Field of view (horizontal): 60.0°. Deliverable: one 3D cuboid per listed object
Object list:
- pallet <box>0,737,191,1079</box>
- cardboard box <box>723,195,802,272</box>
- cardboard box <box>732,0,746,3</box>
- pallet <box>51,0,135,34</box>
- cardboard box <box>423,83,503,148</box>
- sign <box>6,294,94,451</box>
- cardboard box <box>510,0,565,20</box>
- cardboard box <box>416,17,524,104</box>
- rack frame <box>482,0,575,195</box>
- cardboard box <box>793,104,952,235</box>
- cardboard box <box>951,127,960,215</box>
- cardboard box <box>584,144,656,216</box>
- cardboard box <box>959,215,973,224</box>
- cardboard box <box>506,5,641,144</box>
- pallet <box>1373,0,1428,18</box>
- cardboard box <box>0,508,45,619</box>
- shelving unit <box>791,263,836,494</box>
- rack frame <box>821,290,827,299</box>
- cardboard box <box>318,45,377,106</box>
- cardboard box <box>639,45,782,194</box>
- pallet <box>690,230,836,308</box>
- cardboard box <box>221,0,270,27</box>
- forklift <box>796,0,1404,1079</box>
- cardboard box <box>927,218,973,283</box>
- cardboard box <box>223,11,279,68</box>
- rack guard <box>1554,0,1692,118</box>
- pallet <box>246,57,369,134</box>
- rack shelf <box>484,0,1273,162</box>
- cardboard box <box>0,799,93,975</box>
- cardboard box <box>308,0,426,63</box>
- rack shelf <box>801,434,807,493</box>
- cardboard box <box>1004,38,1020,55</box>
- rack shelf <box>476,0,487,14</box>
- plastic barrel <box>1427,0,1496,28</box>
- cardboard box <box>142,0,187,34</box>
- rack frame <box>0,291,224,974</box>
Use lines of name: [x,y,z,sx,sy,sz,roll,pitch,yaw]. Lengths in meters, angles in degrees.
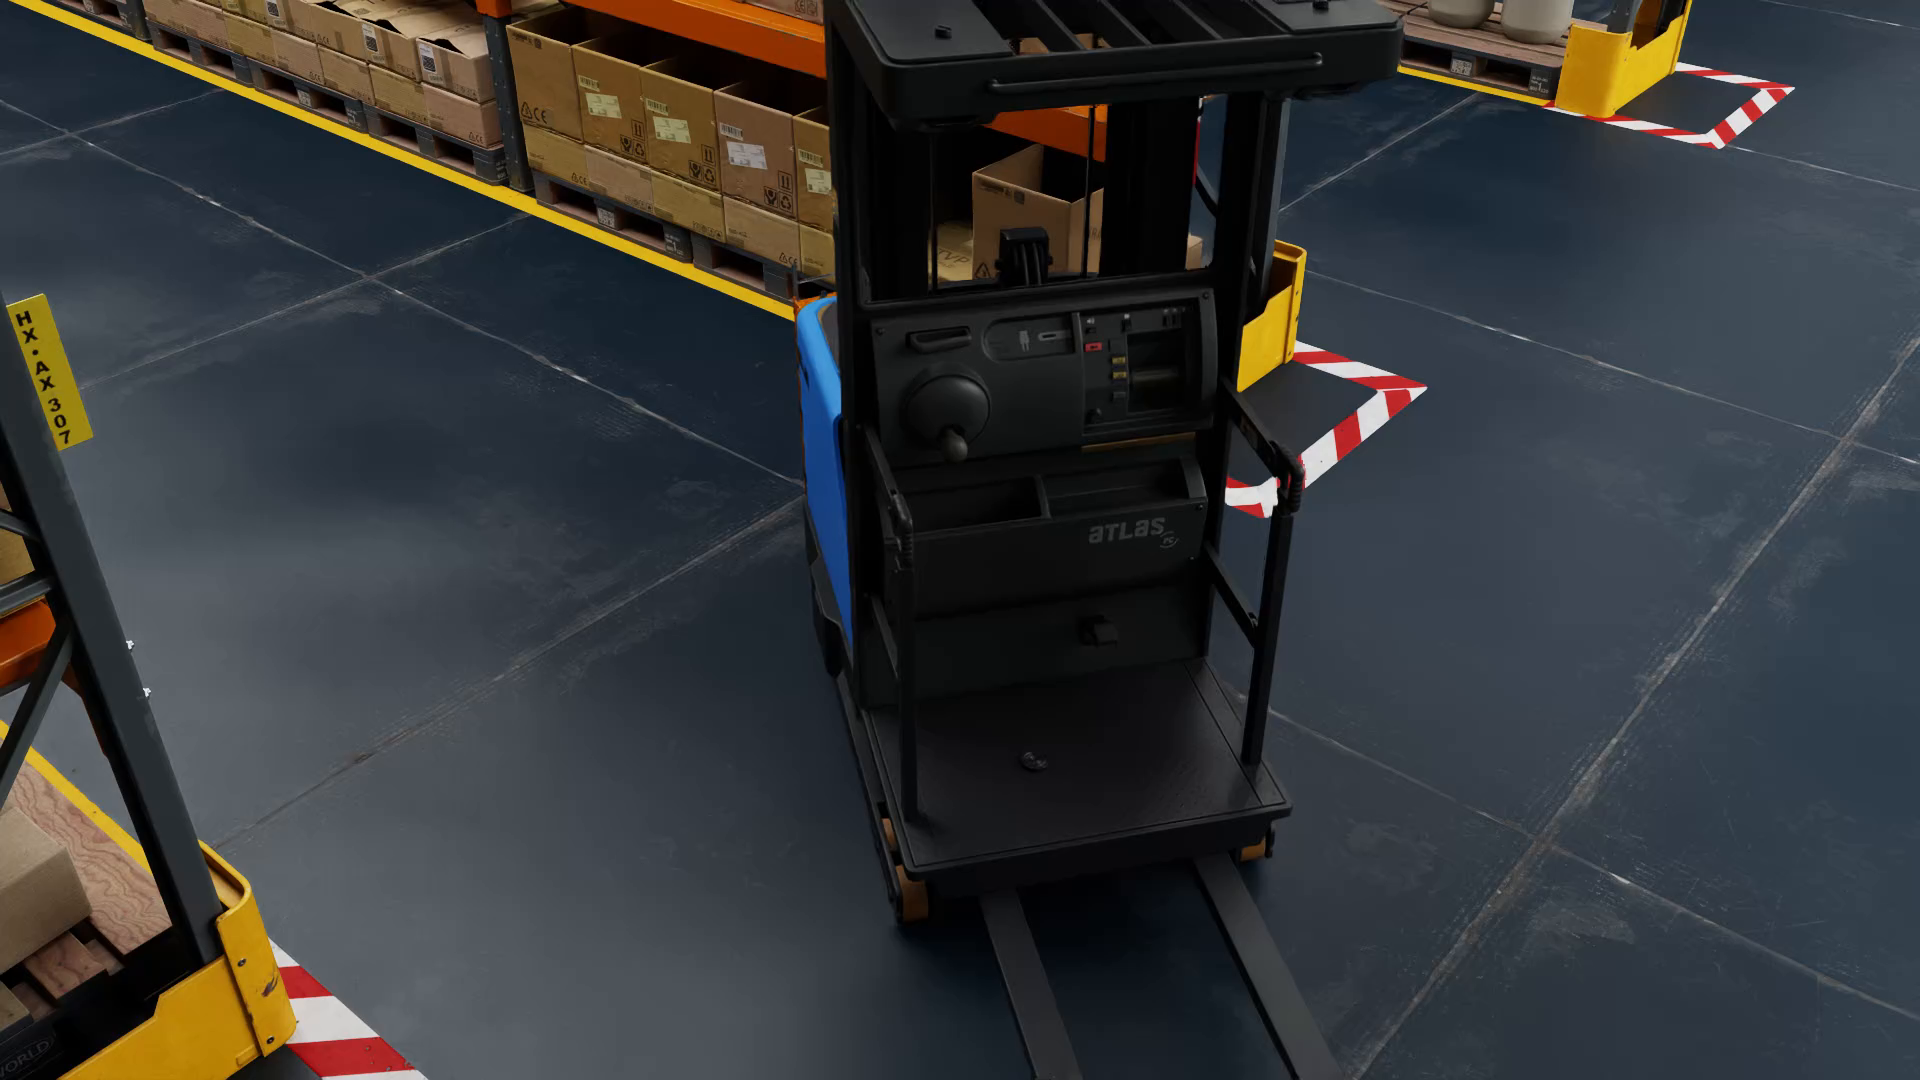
pallet: [-2.829,1.079,4.492,1.213,0.211,1.003,25,42,32]
cardboard box: [-0.764,-1.533,7.891,0.500,0.250,0.500,25,42,32]
cardboard box: [-0.939,-2.850,7.662,0.500,0.500,0.700,26,42,32]
pallet: [-5.700,-3.925,11.779,1.213,0.211,1.003,25,42,32]
cardboard box: [-2.580,-2.402,9.156,0.500,0.250,0.500,25,42,31]
sign: [-1.822,-0.326,3.311,0.005,0.325,0.100,25,42,32]
cardboard box: [-2.235,-2.867,9.338,0.500,0.311,0.500,25,42,32]
cardboard box: [-2.571,-2.631,8.994,0.500,0.311,0.500,25,42,32]
rack frame: [-2.076,-3.339,8.462,0.127,3.000,1.000,25,42,32]
cardboard box: [-0.383,-1.659,7.412,0.500,0.500,0.500,25,42,32]
cardboard box: [-0.050,-1.885,7.741,0.500,0.500,0.500,25,42,32]
cardboard box: [-1.533,-1.895,8.418,0.500,0.250,0.500,25,42,32]
cardboard box: [0.341,-1.400,7.697,0.500,0.250,0.500,25,42,32]
cardboard box: [-1.920,-2.383,8.466,0.500,0.500,0.500,25,42,32]
pallet: [2.527,-3.640,11.363,1.213,0.211,1.003,25,42,32]
cardboard box: [-2.341,0.006,3.707,0.500,0.250,0.500,24,41,31]
shelving unit: [-0.440,-0.494,6.042,0.215,1.050,0.252,-17,38,-24]
rack frame: [-0.381,-0.434,5.954,0.200,1.050,0.008,-17,38,-24]
cardboard box: [-3.361,-2.771,9.694,0.500,0.250,0.500,26,42,33]
cardboard box: [-1.152,-2.021,7.939,0.500,0.500,0.500,25,42,32]
pallet: [-0.550,-1.441,8.162,1.213,0.211,1.003,25,42,32]
cardboard box: [-4.136,-3.368,10.068,0.500,0.311,0.500,24,41,31]
forklift: [0.282,-0.375,4.207,1.130,2.935,3.031,-8,35,-11]
cardboard box: [0.005,-1.171,7.363,0.500,0.250,0.500,25,42,32]
cardboard box: [-4.145,-3.142,10.234,0.500,0.250,0.500,24,41,31]
rack guard: [4.081,-3.020,10.206,0.348,0.500,1.175,25,42,32]
pallet: [-3.609,-2.881,10.258,1.213,0.211,1.003,25,42,32]
rack shelf: [-0.539,-2.318,7.611,4.000,0.370,1.077,25,42,32]
cardboard box: [-2.643,0.904,4.270,0.500,0.311,0.500,20,39,27]
cardboard box: [-3.357,-2.999,9.530,0.500,0.311,0.500,25,42,32]
rack shelf: [-0.440,-0.256,6.205,0.215,0.259,0.240,-17,38,-24]
cardboard box: [0.241,-2.294,6.852,0.500,0.500,0.700,26,42,33]
rack shelf: [-3.613,-3.766,9.720,4.000,0.370,1.077,25,42,32]
plastic barrel: [3.230,-3.578,10.637,0.421,0.512,0.421,0,34,0]
cardboard box: [-4.936,-3.510,10.769,0.500,0.250,0.500,25,42,32]
rack frame: [-2.169,0.267,3.212,0.127,3.000,1.000,25,42,32]
